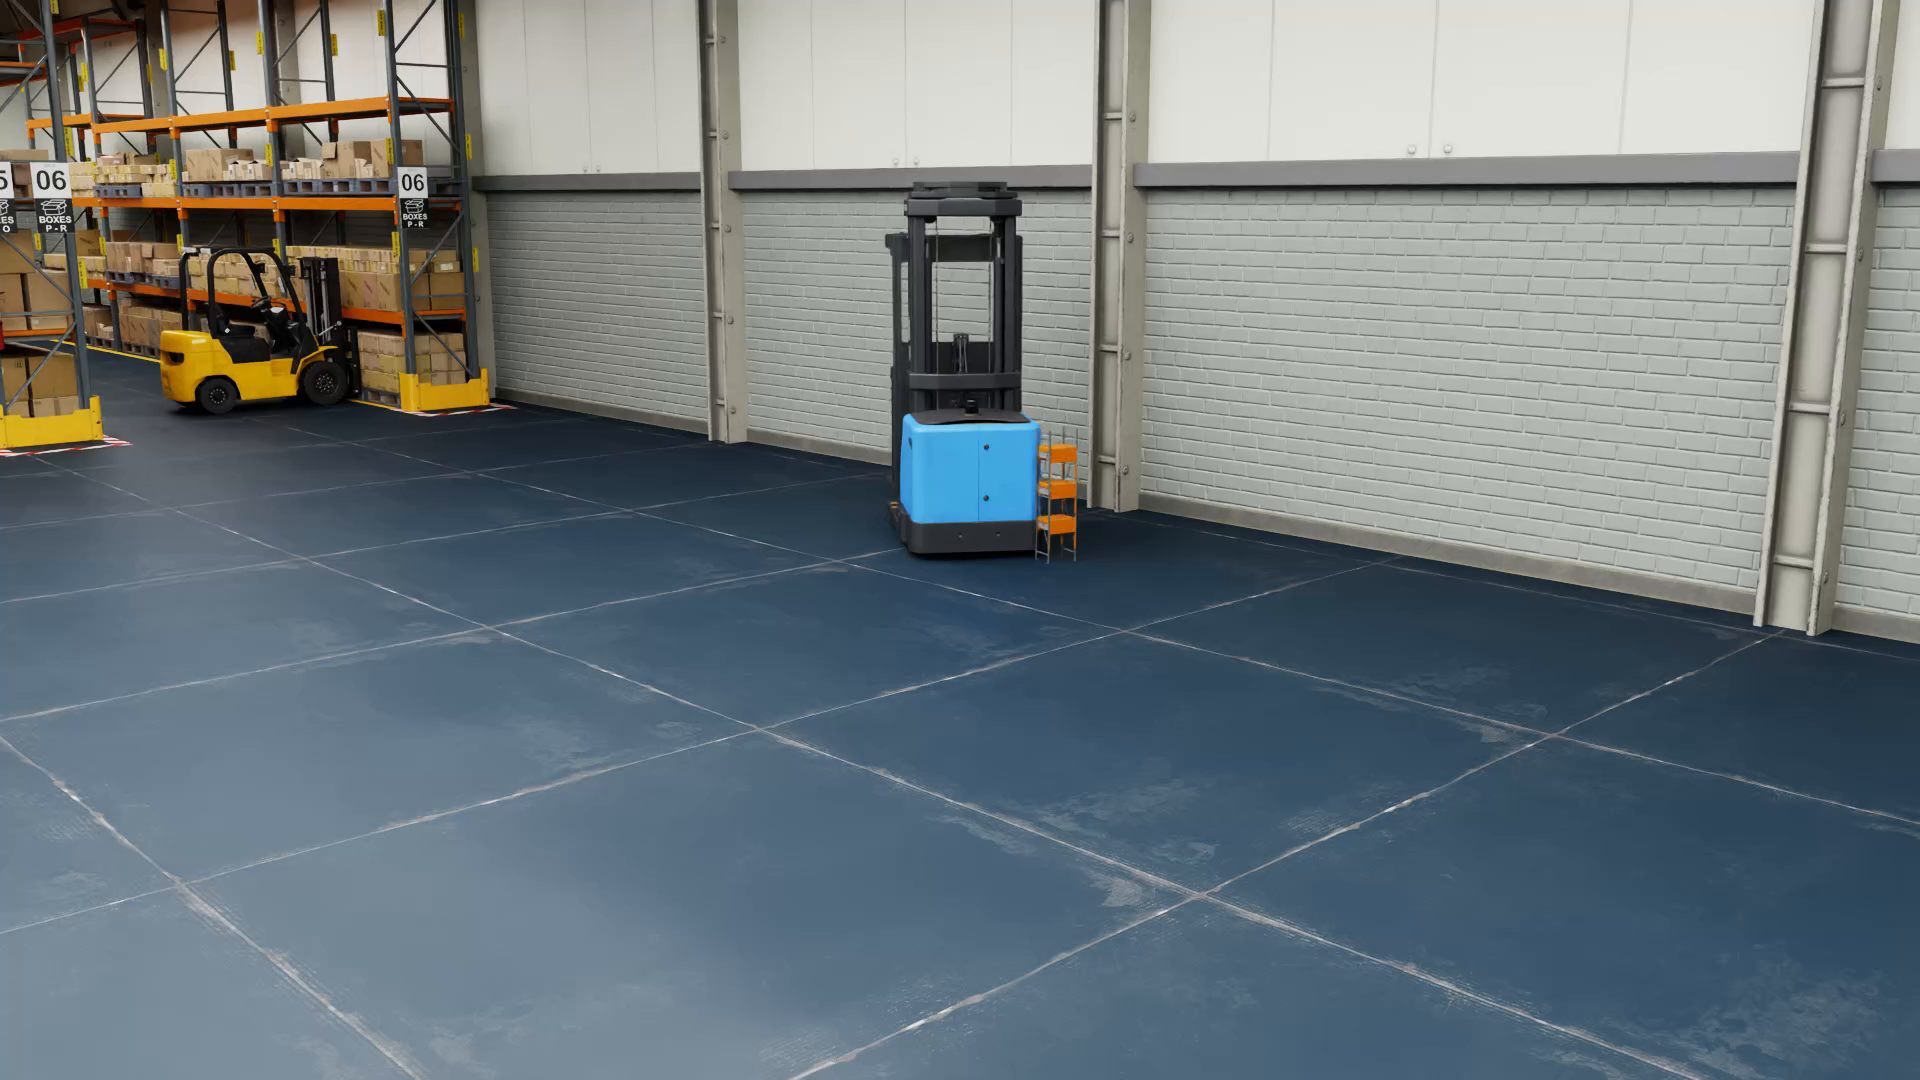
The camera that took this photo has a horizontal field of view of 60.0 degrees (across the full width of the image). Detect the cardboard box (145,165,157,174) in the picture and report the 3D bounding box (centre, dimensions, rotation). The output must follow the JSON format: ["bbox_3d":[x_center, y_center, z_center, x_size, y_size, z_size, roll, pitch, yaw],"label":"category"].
[{"bbox_3d":[-13.737,-6.357,28.548,0.380,0.149,0.250,-11,16,-44],"label":"cardboard box"}]

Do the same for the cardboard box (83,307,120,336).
[{"bbox_3d":[-16.458,-4.224,32.132,0.500,0.500,0.700,11,16,43],"label":"cardboard box"}]

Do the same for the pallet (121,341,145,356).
[{"bbox_3d":[-14.739,-3.563,30.684,1.003,0.211,1.213,-11,16,-43],"label":"pallet"}]

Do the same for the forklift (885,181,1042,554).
[{"bbox_3d":[-0.055,-1.575,14.291,1.130,2.935,3.031,-2,12,-8],"label":"forklift"}]

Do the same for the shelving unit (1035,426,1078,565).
[{"bbox_3d":[0.754,-0.352,13.017,0.252,1.050,0.215,-6,13,-28],"label":"shelving unit"}]

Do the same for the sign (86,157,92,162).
[{"bbox_3d":[-17.675,-7.604,33.756,0.100,0.325,0.005,-11,16,-43],"label":"sign"}]

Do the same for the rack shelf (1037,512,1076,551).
[{"bbox_3d":[0.753,-0.069,13.076,0.240,0.259,0.215,-6,13,-28],"label":"rack shelf"}]

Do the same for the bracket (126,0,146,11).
[{"bbox_3d":[-15.127,-9.861,30.554,0.235,0.232,0.430,-11,16,-43],"label":"bracket"}]

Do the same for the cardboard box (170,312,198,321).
[{"bbox_3d":[-13.451,-3.875,28.832,0.250,0.149,0.380,11,16,43],"label":"cardboard box"}]

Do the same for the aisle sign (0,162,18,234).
[{"bbox_3d":[-10.796,-3.823,18.591,0.394,0.787,0.004,-11,16,-43],"label":"aisle sign"}]

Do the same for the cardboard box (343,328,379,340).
[{"bbox_3d":[-8.642,-2.885,23.775,0.500,0.250,0.500,-11,16,-44],"label":"cardboard box"}]

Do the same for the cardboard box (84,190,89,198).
[{"bbox_3d":[-16.136,-6.477,31.103,0.380,0.149,0.250,-10,15,-41],"label":"cardboard box"}]

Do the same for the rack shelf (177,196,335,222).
[{"bbox_3d":[-11.185,-5.284,26.473,1.077,0.370,4.000,-11,16,-43],"label":"rack shelf"}]

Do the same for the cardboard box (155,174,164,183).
[{"bbox_3d":[-13.516,-6.181,28.427,0.380,0.149,0.250,-11,16,-43],"label":"cardboard box"}]

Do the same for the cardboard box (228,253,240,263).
[{"bbox_3d":[-11.343,-4.471,26.323,0.250,0.149,0.380,11,16,44],"label":"cardboard box"}]

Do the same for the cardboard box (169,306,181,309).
[{"bbox_3d":[-14.159,-4.175,30.288,0.380,0.149,0.250,-10,16,-41],"label":"cardboard box"}]

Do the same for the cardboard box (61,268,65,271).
[{"bbox_3d":[-17.516,-5.308,32.862,0.380,0.149,0.250,-10,15,-41],"label":"cardboard box"}]

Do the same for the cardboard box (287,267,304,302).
[{"bbox_3d":[-9.686,-3.823,24.785,0.500,0.500,0.500,11,16,44],"label":"cardboard box"}]

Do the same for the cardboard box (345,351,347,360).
[{"bbox_3d":[-8.657,-2.643,23.842,0.500,0.250,0.500,-11,16,-43],"label":"cardboard box"}]

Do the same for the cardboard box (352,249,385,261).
[{"bbox_3d":[-8.212,-3.962,23.115,0.380,0.149,0.250,-10,16,-41],"label":"cardboard box"}]

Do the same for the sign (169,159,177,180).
[{"bbox_3d":[-12.960,-6.106,27.400,0.100,0.325,0.005,-11,16,-43],"label":"sign"}]

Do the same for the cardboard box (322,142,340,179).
[{"bbox_3d":[-8.535,-5.350,23.470,0.797,0.503,0.637,-10,15,-41],"label":"cardboard box"}]

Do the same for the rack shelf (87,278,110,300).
[{"bbox_3d":[-16.709,-4.982,32.443,1.077,0.370,4.000,-11,16,-43],"label":"rack shelf"}]

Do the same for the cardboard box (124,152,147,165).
[{"bbox_3d":[-15.067,-6.957,30.381,0.396,0.266,0.258,-11,16,-43],"label":"cardboard box"}]

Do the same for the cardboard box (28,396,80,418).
[{"bbox_3d":[-10.986,-1.614,20.087,0.500,0.250,0.500,-11,16,-43],"label":"cardboard box"}]

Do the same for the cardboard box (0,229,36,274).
[{"bbox_3d":[-11.139,-3.328,19.166,0.500,0.500,0.700,11,16,44],"label":"cardboard box"}]

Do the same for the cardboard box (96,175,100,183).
[{"bbox_3d":[-15.410,-6.544,30.143,0.380,0.149,0.250,-11,16,-42],"label":"cardboard box"}]

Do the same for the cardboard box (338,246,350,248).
[{"bbox_3d":[-9.029,-4.304,24.775,0.380,0.149,0.250,-11,16,-43],"label":"cardboard box"}]

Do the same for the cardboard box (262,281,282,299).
[{"bbox_3d":[-10.341,-3.839,25.482,0.500,0.250,0.500,-10,16,-41],"label":"cardboard box"}]

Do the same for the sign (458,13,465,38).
[{"bbox_3d":[-6.636,-6.841,22.108,0.100,0.325,0.005,-11,16,-43],"label":"sign"}]

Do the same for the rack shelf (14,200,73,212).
[{"bbox_3d":[-12.010,-4.008,20.280,1.077,0.370,4.000,-11,16,-43],"label":"rack shelf"}]

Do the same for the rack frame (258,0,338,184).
[{"bbox_3d":[-9.804,-6.813,24.681,1.000,3.000,0.127,-11,16,-43],"label":"rack frame"}]

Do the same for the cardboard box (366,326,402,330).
[{"bbox_3d":[-8.270,-2.959,24.136,0.500,0.250,0.500,-11,16,-44],"label":"cardboard box"}]

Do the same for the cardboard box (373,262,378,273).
[{"bbox_3d":[-7.816,-3.749,22.820,0.380,0.149,0.250,-11,16,-42],"label":"cardboard box"}]

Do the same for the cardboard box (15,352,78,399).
[{"bbox_3d":[-11.003,-1.985,20.027,0.500,0.500,0.500,11,16,43],"label":"cardboard box"}]

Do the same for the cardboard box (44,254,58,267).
[{"bbox_3d":[-17.972,-5.595,33.268,0.500,0.250,0.500,-11,16,-42],"label":"cardboard box"}]

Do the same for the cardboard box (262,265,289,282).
[{"bbox_3d":[-10.328,-4.082,25.426,0.500,0.250,0.500,-11,16,-44],"label":"cardboard box"}]

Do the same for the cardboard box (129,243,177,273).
[{"bbox_3d":[-14.256,-5.005,29.484,0.700,0.500,0.500,-11,16,-43],"label":"cardboard box"}]

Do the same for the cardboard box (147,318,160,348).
[{"bbox_3d":[-14.087,-3.696,29.570,0.500,0.500,0.500,11,16,43],"label":"cardboard box"}]

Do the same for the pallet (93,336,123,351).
[{"bbox_3d":[-15.802,-3.777,31.722,1.003,0.211,1.213,-11,16,-43],"label":"pallet"}]

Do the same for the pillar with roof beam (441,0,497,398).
[{"bbox_3d":[-9.984,-5.857,20.039,9.100,9.000,0.400,-11,16,-43],"label":"pillar with roof beam"}]

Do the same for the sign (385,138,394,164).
[{"bbox_3d":[-7.443,-5.082,21.712,0.100,0.325,0.005,-11,16,-43],"label":"sign"}]

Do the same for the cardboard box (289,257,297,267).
[{"bbox_3d":[-9.774,-4.159,24.807,0.380,0.149,0.250,-11,16,-43],"label":"cardboard box"}]

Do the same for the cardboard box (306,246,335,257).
[{"bbox_3d":[-9.370,-4.238,24.456,0.380,0.149,0.250,-11,16,-44],"label":"cardboard box"}]

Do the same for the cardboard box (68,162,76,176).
[{"bbox_3d":[-16.552,-7.017,31.498,0.500,0.250,0.500,-11,16,-42],"label":"cardboard box"}]

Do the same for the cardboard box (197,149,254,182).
[{"bbox_3d":[-11.821,-6.032,26.787,0.700,0.500,0.500,-11,16,-44],"label":"cardboard box"}]

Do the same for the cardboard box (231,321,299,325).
[{"bbox_3d":[-11.223,-3.216,26.932,0.625,0.625,0.875,11,16,43],"label":"cardboard box"}]

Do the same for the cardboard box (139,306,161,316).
[{"bbox_3d":[-14.641,-4.149,30.161,0.380,0.149,0.250,-11,16,-44],"label":"cardboard box"}]

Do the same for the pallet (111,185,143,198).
[{"bbox_3d":[-14.210,-6.164,29.428,1.213,0.211,1.003,-11,16,-43],"label":"pallet"}]

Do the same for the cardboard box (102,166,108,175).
[{"bbox_3d":[-15.204,-6.655,29.945,0.380,0.149,0.250,-11,16,-42],"label":"cardboard box"}]
